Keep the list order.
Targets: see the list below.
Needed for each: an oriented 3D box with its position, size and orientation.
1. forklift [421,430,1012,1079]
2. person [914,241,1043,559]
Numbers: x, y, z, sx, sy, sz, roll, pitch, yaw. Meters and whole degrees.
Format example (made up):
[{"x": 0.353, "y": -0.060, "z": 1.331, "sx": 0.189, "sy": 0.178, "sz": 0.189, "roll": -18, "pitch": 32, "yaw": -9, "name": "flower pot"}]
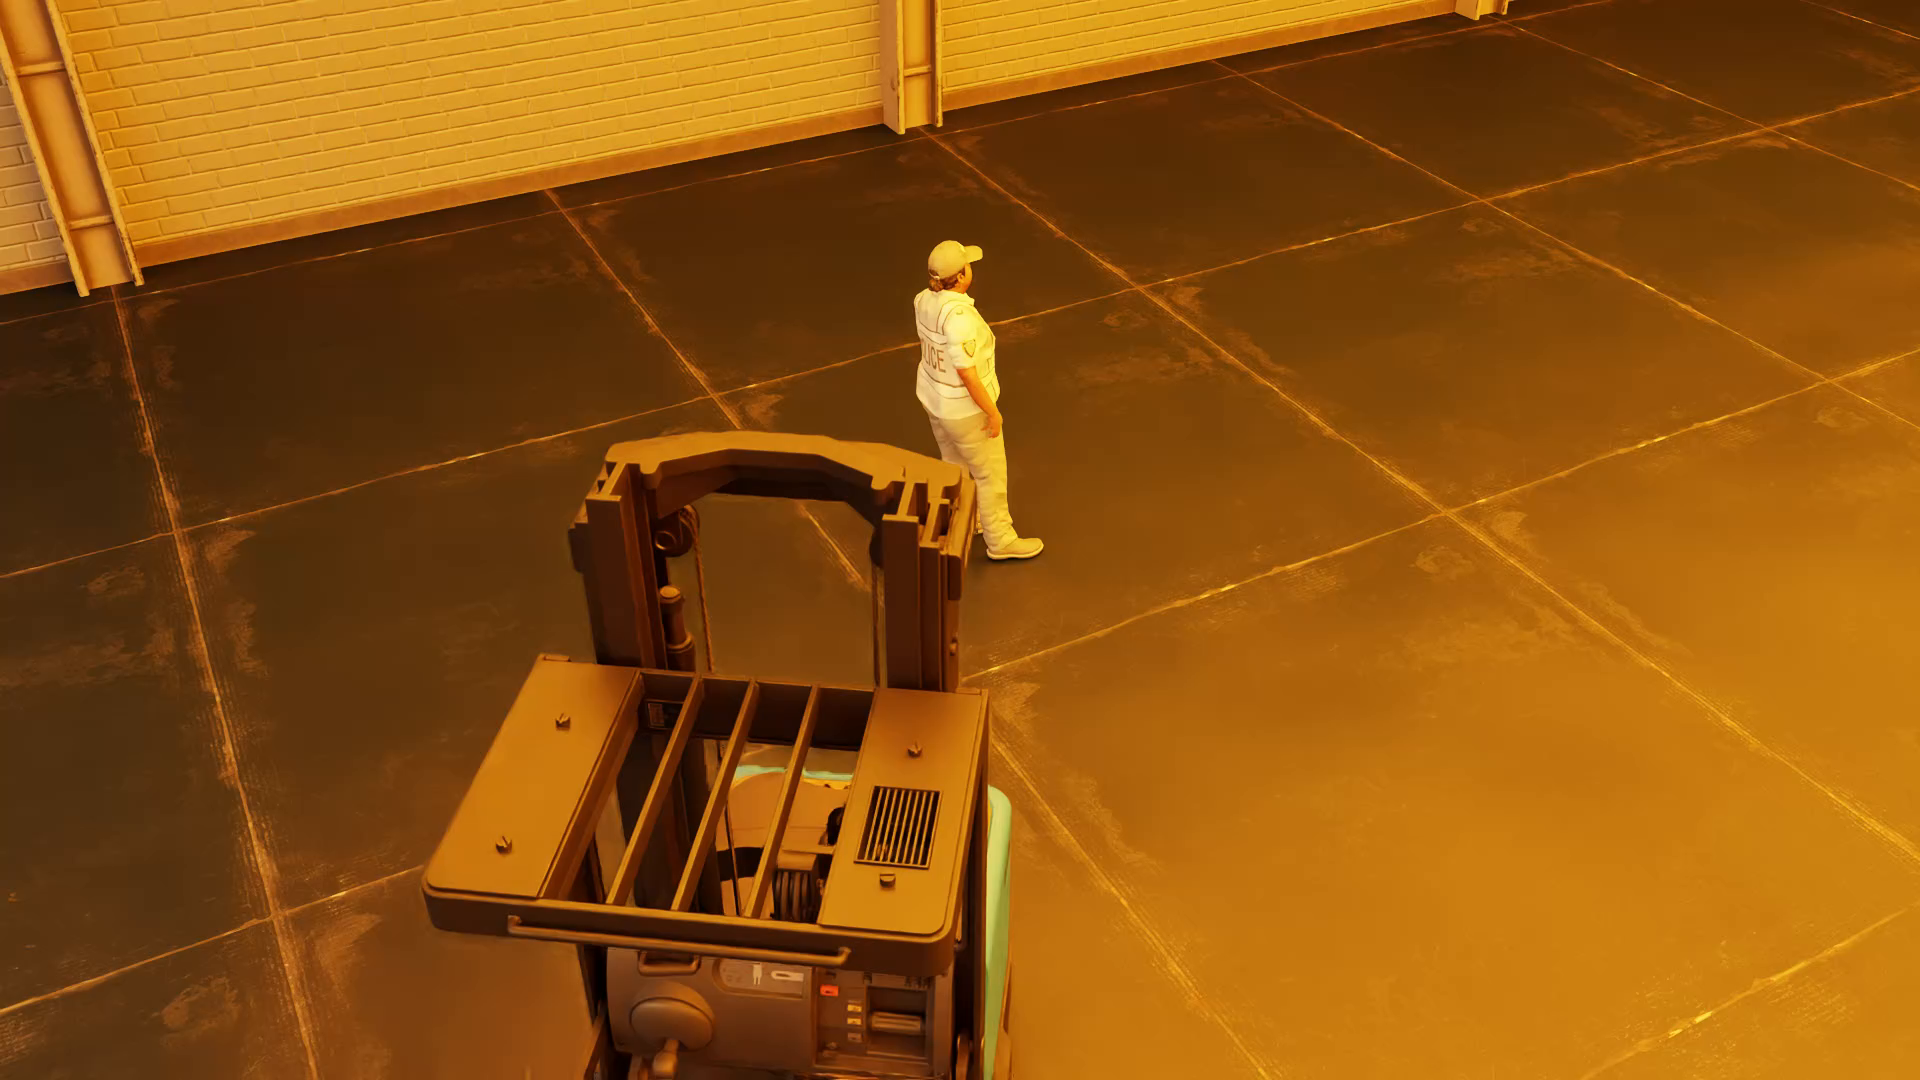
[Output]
[{"x": -0.506, "y": 1.321, "z": 4.254, "sx": 1.130, "sy": 2.935, "sz": 3.031, "roll": 4, "pitch": 35, "yaw": 6, "name": "forklift"}, {"x": 0.078, "y": -0.696, "z": 8.189, "sx": 0.529, "sy": 1.670, "sz": 0.598, "roll": -17, "pitch": 39, "yaw": -23, "name": "person"}]
